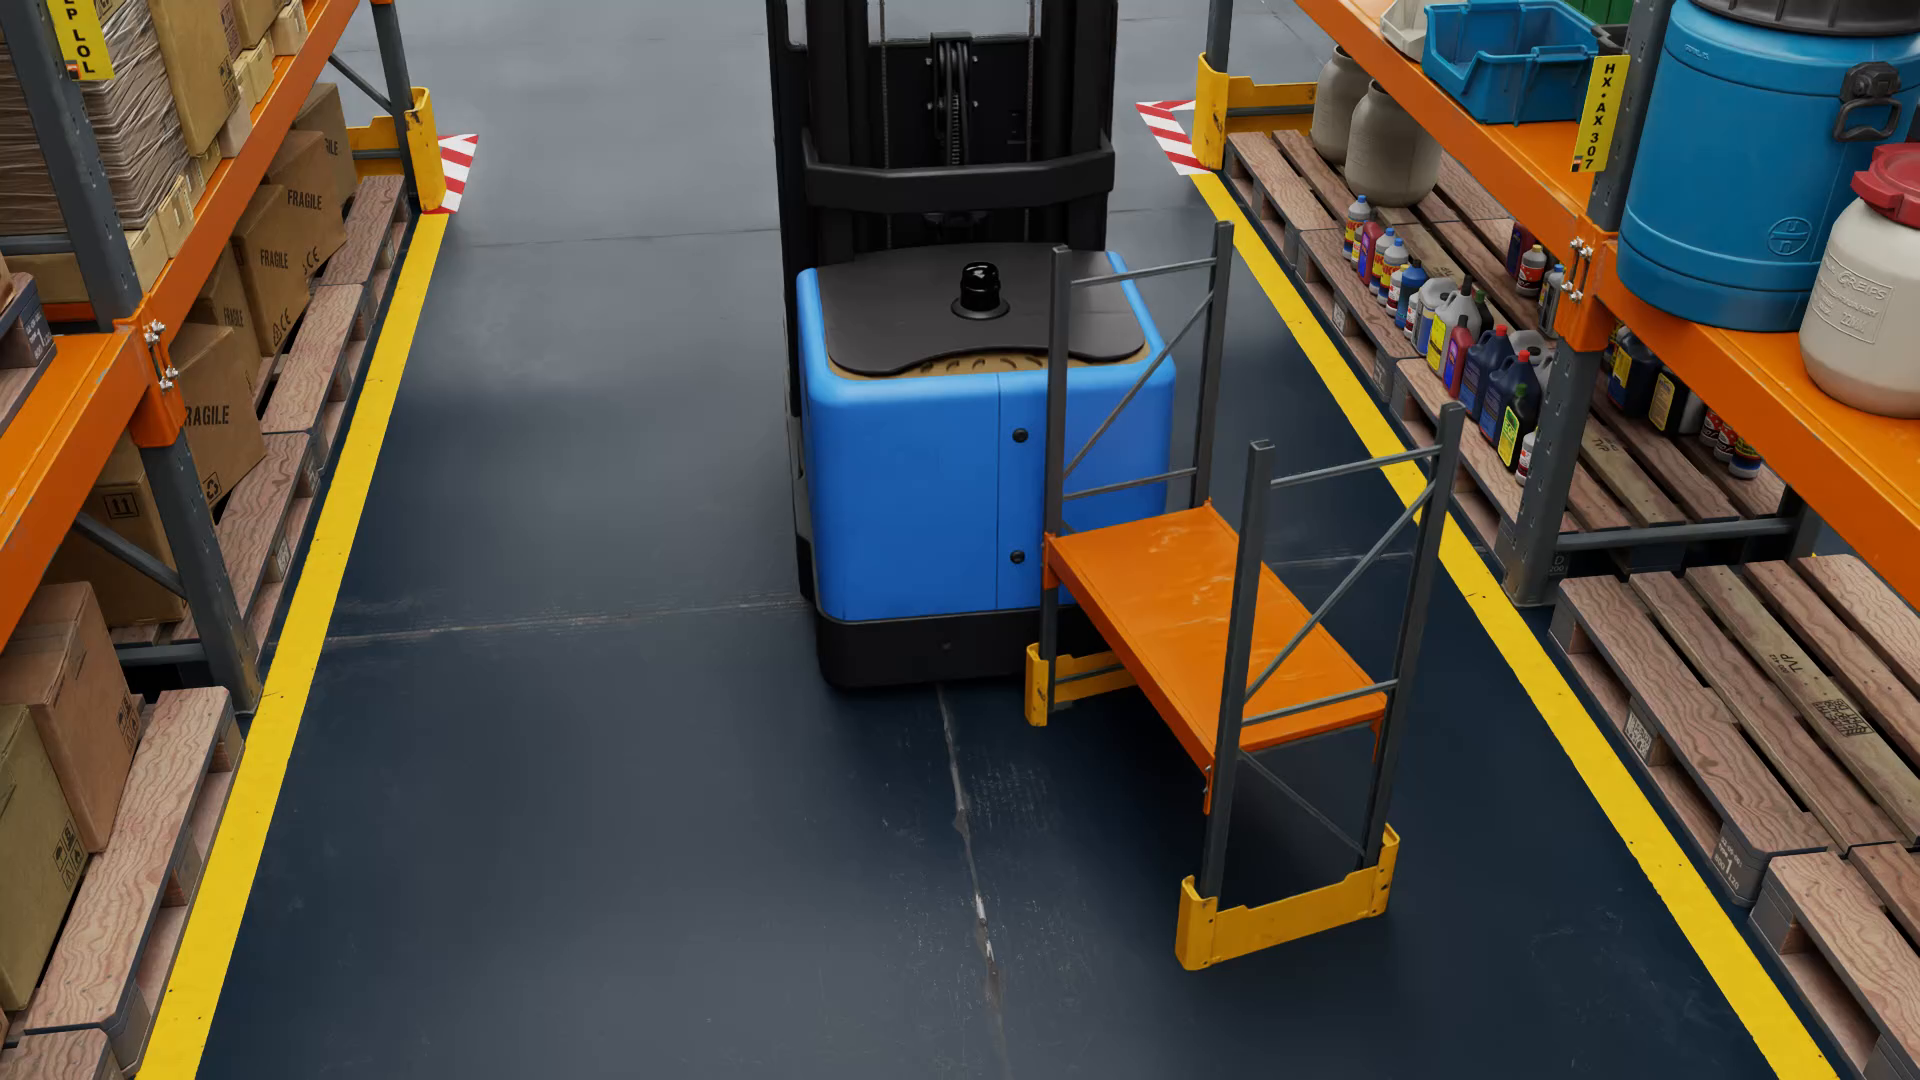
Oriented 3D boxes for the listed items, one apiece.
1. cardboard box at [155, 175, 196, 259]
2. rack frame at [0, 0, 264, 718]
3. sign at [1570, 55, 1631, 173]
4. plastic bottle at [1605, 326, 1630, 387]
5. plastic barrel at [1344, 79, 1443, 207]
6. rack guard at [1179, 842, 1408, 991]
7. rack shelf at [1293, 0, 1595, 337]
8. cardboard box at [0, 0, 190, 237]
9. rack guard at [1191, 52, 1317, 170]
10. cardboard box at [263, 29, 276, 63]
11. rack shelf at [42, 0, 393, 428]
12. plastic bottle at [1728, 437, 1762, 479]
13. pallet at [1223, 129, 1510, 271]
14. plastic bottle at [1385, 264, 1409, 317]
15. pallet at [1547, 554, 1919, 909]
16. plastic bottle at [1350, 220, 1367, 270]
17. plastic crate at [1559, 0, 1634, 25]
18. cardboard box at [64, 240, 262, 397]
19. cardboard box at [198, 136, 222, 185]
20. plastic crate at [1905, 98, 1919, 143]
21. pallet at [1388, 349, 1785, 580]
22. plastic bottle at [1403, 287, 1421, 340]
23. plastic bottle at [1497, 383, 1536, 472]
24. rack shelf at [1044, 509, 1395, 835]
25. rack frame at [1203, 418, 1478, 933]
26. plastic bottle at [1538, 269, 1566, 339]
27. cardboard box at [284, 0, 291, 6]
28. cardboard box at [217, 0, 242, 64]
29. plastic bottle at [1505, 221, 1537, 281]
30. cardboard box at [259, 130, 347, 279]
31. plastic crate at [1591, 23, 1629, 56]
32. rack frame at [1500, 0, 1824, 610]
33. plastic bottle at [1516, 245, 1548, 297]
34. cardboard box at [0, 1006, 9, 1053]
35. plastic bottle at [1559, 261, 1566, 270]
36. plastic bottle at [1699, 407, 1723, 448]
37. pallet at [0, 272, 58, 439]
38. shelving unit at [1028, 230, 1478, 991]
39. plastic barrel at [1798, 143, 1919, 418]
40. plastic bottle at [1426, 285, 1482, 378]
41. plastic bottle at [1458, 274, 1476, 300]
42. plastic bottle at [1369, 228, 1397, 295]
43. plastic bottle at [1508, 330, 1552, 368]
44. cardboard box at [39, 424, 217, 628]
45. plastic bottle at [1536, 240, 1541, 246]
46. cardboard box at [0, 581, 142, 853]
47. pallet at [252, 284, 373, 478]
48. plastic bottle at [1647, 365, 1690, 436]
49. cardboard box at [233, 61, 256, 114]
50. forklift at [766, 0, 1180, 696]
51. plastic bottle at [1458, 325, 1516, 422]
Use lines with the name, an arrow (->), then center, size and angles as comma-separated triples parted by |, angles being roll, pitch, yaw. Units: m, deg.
cardboard box -> -2.363, -0.888, 4.612 | 0.380, 0.149, 0.250 | -4, 35, -6
rack frame -> -2.612, -0.708, 4.126 | 1.000, 3.000, 0.127 | -4, 35, -6
sign -> 1.750, -1.162, 4.546 | 0.100, 0.325, 0.005 | -4, 35, -6
plastic bottle -> 2.460, -0.691, 6.133 | 0.097, 0.271, 0.097 | 0, 34, 0
plastic barrel -> 1.990, -1.820, 7.593 | 0.421, 0.512, 0.421 | 0, 34, 0
rack guard -> 0.831, 0.938, 4.152 | 0.587, 0.250, 0.087 | -12, 36, -17
rack shelf -> 2.027, -1.902, 6.516 | 1.077, 0.370, 4.000 | -4, 35, -6
cardboard box -> -2.611, -1.128, 4.389 | 0.875, 0.500, 0.500 | -4, 35, -6
rack guard -> 1.815, -2.244, 8.598 | 1.175, 0.500, 0.348 | -4, 35, -6
cardboard box -> -2.636, -1.719, 5.832 | 0.380, 0.149, 0.250 | -4, 35, -6
rack shelf -> -2.881, -1.527, 5.966 | 1.077, 0.370, 4.000 | -4, 35, -6
plastic bottle -> 2.688, -0.349, 5.630 | 0.097, 0.271, 0.097 | 0, 34, 0
pallet -> 1.919, -1.671, 8.014 | 1.003, 0.211, 1.213 | -4, 35, -6
plastic bottle -> 1.766, -1.003, 6.653 | 0.097, 0.201, 0.097 | 0, 34, 0
pallet -> 2.440, 0.504, 4.823 | 1.003, 0.211, 1.213 | -4, 35, -6
plastic bottle -> 1.707, -1.248, 7.012 | 0.097, 0.201, 0.097 | 0, 34, 0
plastic crate -> 2.393, -1.775, 5.879 | 0.450, 0.188, 0.662 | -4, 35, -6
cardboard box -> -2.872, -0.735, 6.011 | 0.500, 0.500, 0.500 | -7, 35, -11
cardboard box -> -2.467, -1.164, 5.017 | 0.380, 0.149, 0.250 | -4, 35, -6
plastic crate -> 2.664, -0.863, 4.295 | 0.402, 0.464, 0.583 | -4, 35, -6
pallet -> 2.247, -0.309, 6.016 | 1.003, 0.211, 1.213 | -4, 35, -6
plastic bottle -> 1.794, -0.888, 6.484 | 0.097, 0.201, 0.097 | 0, 34, 0
plastic bottle -> 1.905, -0.386, 5.674 | 0.061, 0.283, 0.133 | -3, 34, -4
rack shelf -> 0.655, 0.302, 4.295 | 0.538, 0.185, 1.000 | -12, 36, -17
rack frame -> 0.831, 0.422, 3.799 | 0.500, 1.500, 0.032 | -12, 36, -17
plastic bottle -> 2.373, -0.939, 6.492 | 0.152, 0.276, 0.135 | -4, 35, -6
cardboard box -> -2.892, -2.243, 6.025 | 0.875, 0.500, 0.500 | -4, 35, -6
cardboard box -> -2.810, -1.681, 5.201 | 0.875, 0.500, 0.500 | -4, 35, -6
plastic bottle -> 2.341, -1.232, 6.916 | 0.061, 0.283, 0.133 | -4, 35, -6
cardboard box -> -2.968, -1.400, 6.988 | 0.500, 0.500, 0.500 | 4, 35, 6
plastic crate -> 2.352, -1.359, 5.136 | 0.767, 0.338, 0.504 | -4, 35, -6
rack frame -> 2.296, -1.083, 4.676 | 1.000, 3.000, 0.127 | -4, 35, -6
plastic bottle -> 2.344, -1.109, 6.808 | 0.097, 0.201, 0.097 | 0, 34, 0
cardboard box -> -2.429, 1.067, 3.350 | 0.700, 0.500, 0.500 | -7, 35, -10
plastic bottle -> 2.491, -1.099, 6.660 | 0.144, 0.351, 0.185 | -3, 34, -4
plastic bottle -> 2.660, -0.433, 5.816 | 0.097, 0.201, 0.097 | 0, 34, 0
pallet -> -2.653, -0.191, 3.538 | 1.003, 0.211, 1.213 | -4, 35, -6
shelving unit -> 0.659, 0.158, 4.186 | 0.587, 1.500, 1.083 | -12, 36, -17
plastic barrel -> 2.207, -0.589, 3.830 | 0.433, 0.535, 0.433 | 0, 34, 0
plastic bottle -> 1.855, -0.795, 6.215 | 0.144, 0.351, 0.185 | -5, 35, -7
plastic bottle -> 1.942, -0.867, 6.380 | 0.061, 0.283, 0.133 | -4, 35, -6
plastic bottle -> 1.739, -1.143, 6.796 | 0.097, 0.271, 0.097 | 0, 34, 0
plastic bottle -> 2.042, -0.609, 6.009 | 0.152, 0.276, 0.135 | -4, 35, -6
cardboard box -> -2.626, -0.075, 5.043 | 0.500, 0.500, 0.500 | -5, 35, -8
plastic bottle -> 2.446, -1.237, 6.930 | 0.152, 0.276, 0.135 | -4, 34, -6
cardboard box -> -2.551, 0.487, 4.200 | 0.700, 0.500, 0.500 | -7, 35, -10
pallet -> -2.905, -0.610, 6.458 | 1.003, 0.211, 1.213 | -4, 35, -6
plastic bottle -> 2.512, -0.524, 5.876 | 0.061, 0.283, 0.133 | -4, 35, -6
cardboard box -> -2.535, -1.443, 5.427 | 0.380, 0.149, 0.250 | -4, 35, -6
forklift -> -0.081, -1.563, 5.441 | 1.130, 2.935, 3.031 | -4, 34, -6
plastic bottle -> 1.898, -0.615, 5.951 | 0.144, 0.351, 0.185 | -6, 35, -9
